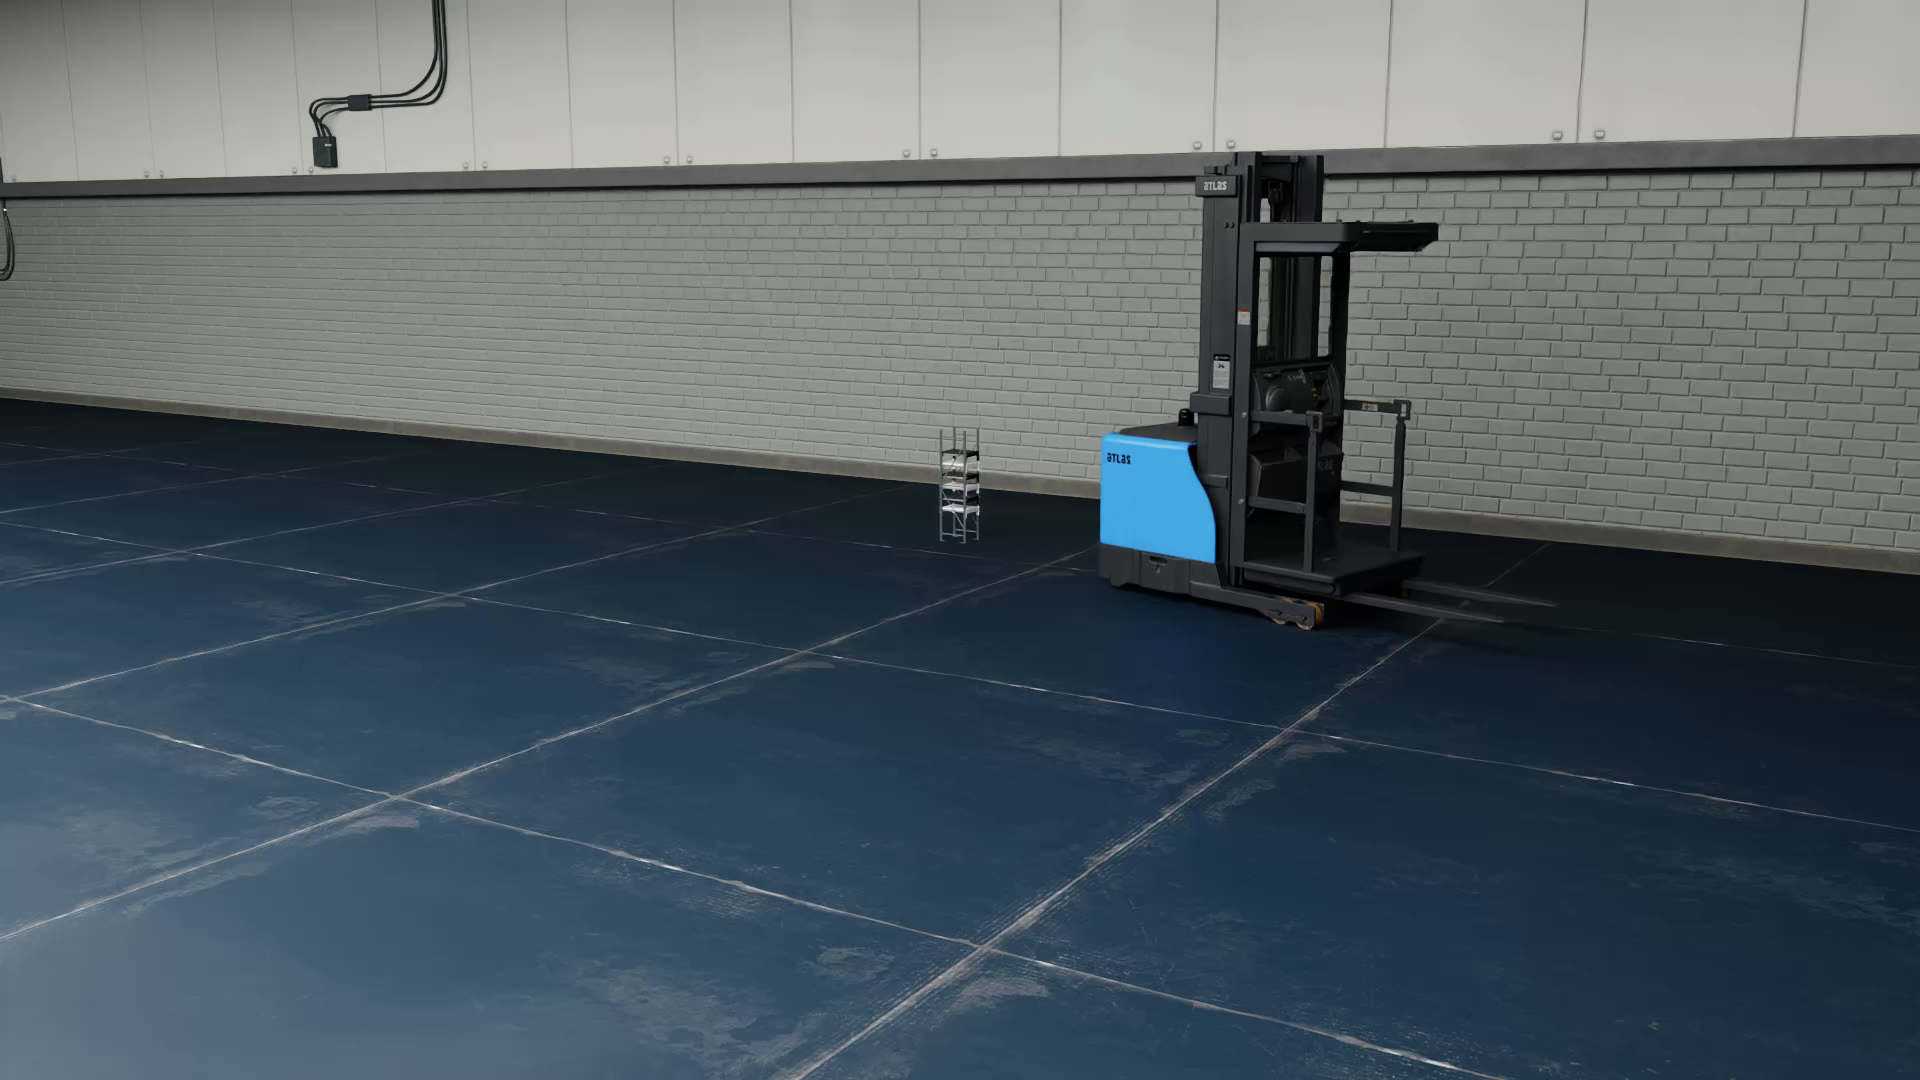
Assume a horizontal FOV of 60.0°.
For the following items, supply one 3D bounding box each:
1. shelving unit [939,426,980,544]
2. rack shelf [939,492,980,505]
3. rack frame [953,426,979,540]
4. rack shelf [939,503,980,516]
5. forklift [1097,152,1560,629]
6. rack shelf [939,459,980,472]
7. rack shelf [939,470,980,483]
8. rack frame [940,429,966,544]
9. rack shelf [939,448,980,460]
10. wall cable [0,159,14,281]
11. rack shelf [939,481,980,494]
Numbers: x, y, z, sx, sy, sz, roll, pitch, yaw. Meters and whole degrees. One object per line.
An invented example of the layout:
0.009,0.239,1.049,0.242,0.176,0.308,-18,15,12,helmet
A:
-0.004,-0.441,13.279,0.258,0.900,0.210,6,12,31,shelving unit
-0.004,-0.320,13.302,0.258,0.077,0.200,6,12,31,rack shelf
0.049,-0.457,13.364,0.240,0.900,0.006,6,12,31,rack frame
-0.004,-0.231,13.318,0.258,0.077,0.200,6,12,31,rack shelf
2.345,-0.988,10.683,1.130,2.935,3.031,-10,15,-43,forklift
-0.004,-0.585,13.252,0.258,0.077,0.200,6,12,31,rack shelf
-0.004,-0.497,13.269,0.258,0.077,0.200,6,12,31,rack shelf
-0.057,-0.425,13.194,0.240,0.900,0.006,6,12,31,rack frame
-0.004,-0.674,13.236,0.258,0.077,0.200,6,12,31,rack shelf
-14.930,-5.082,24.497,3.097,2.526,0.112,6,12,31,wall cable
-0.004,-0.408,13.285,0.258,0.077,0.200,6,12,31,rack shelf
